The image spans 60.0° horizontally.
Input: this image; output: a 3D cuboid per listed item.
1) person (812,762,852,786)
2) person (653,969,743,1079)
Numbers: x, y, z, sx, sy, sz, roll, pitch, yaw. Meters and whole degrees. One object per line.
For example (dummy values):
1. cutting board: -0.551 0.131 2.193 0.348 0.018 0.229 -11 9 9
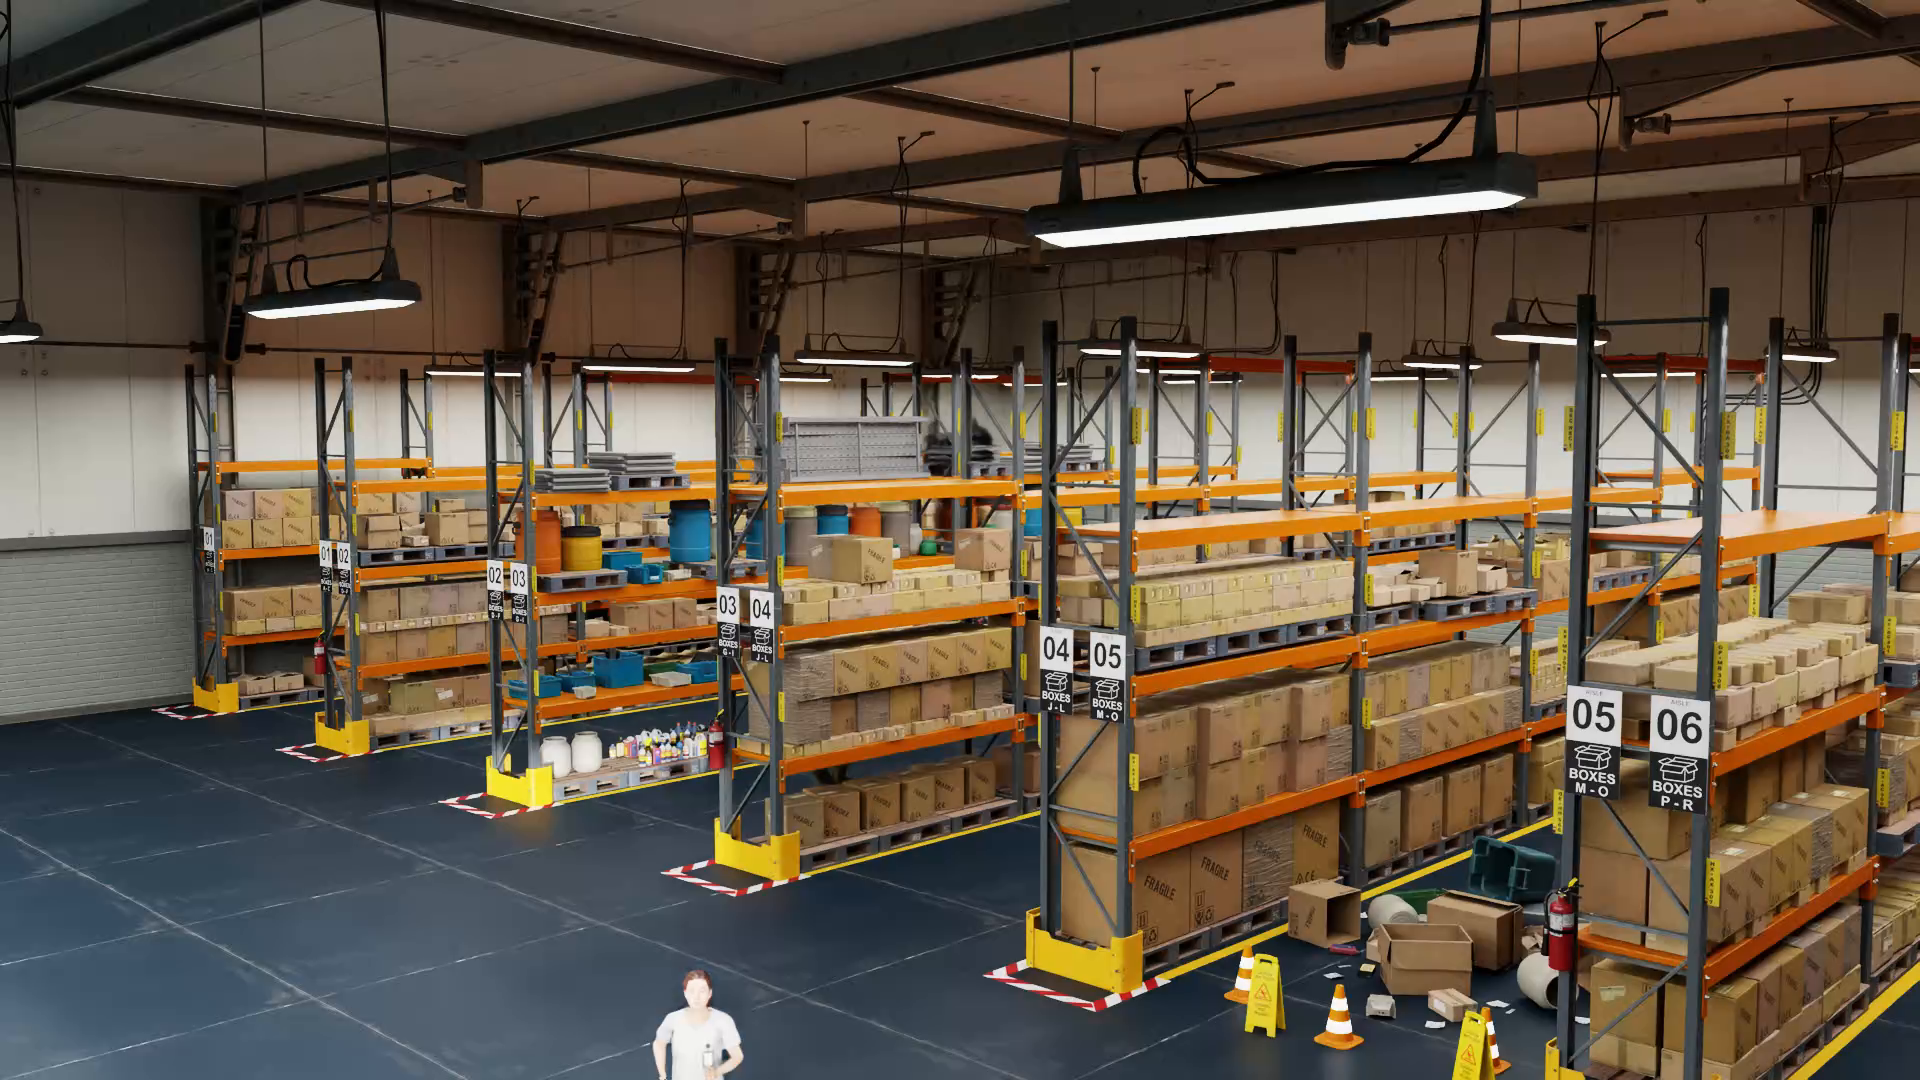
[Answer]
1. person: -1.619 2.653 21.410 0.680 1.740 0.696 3 5 36
2. person: -1.658 3.528 10.522 0.576 1.643 0.896 0 4 -6
